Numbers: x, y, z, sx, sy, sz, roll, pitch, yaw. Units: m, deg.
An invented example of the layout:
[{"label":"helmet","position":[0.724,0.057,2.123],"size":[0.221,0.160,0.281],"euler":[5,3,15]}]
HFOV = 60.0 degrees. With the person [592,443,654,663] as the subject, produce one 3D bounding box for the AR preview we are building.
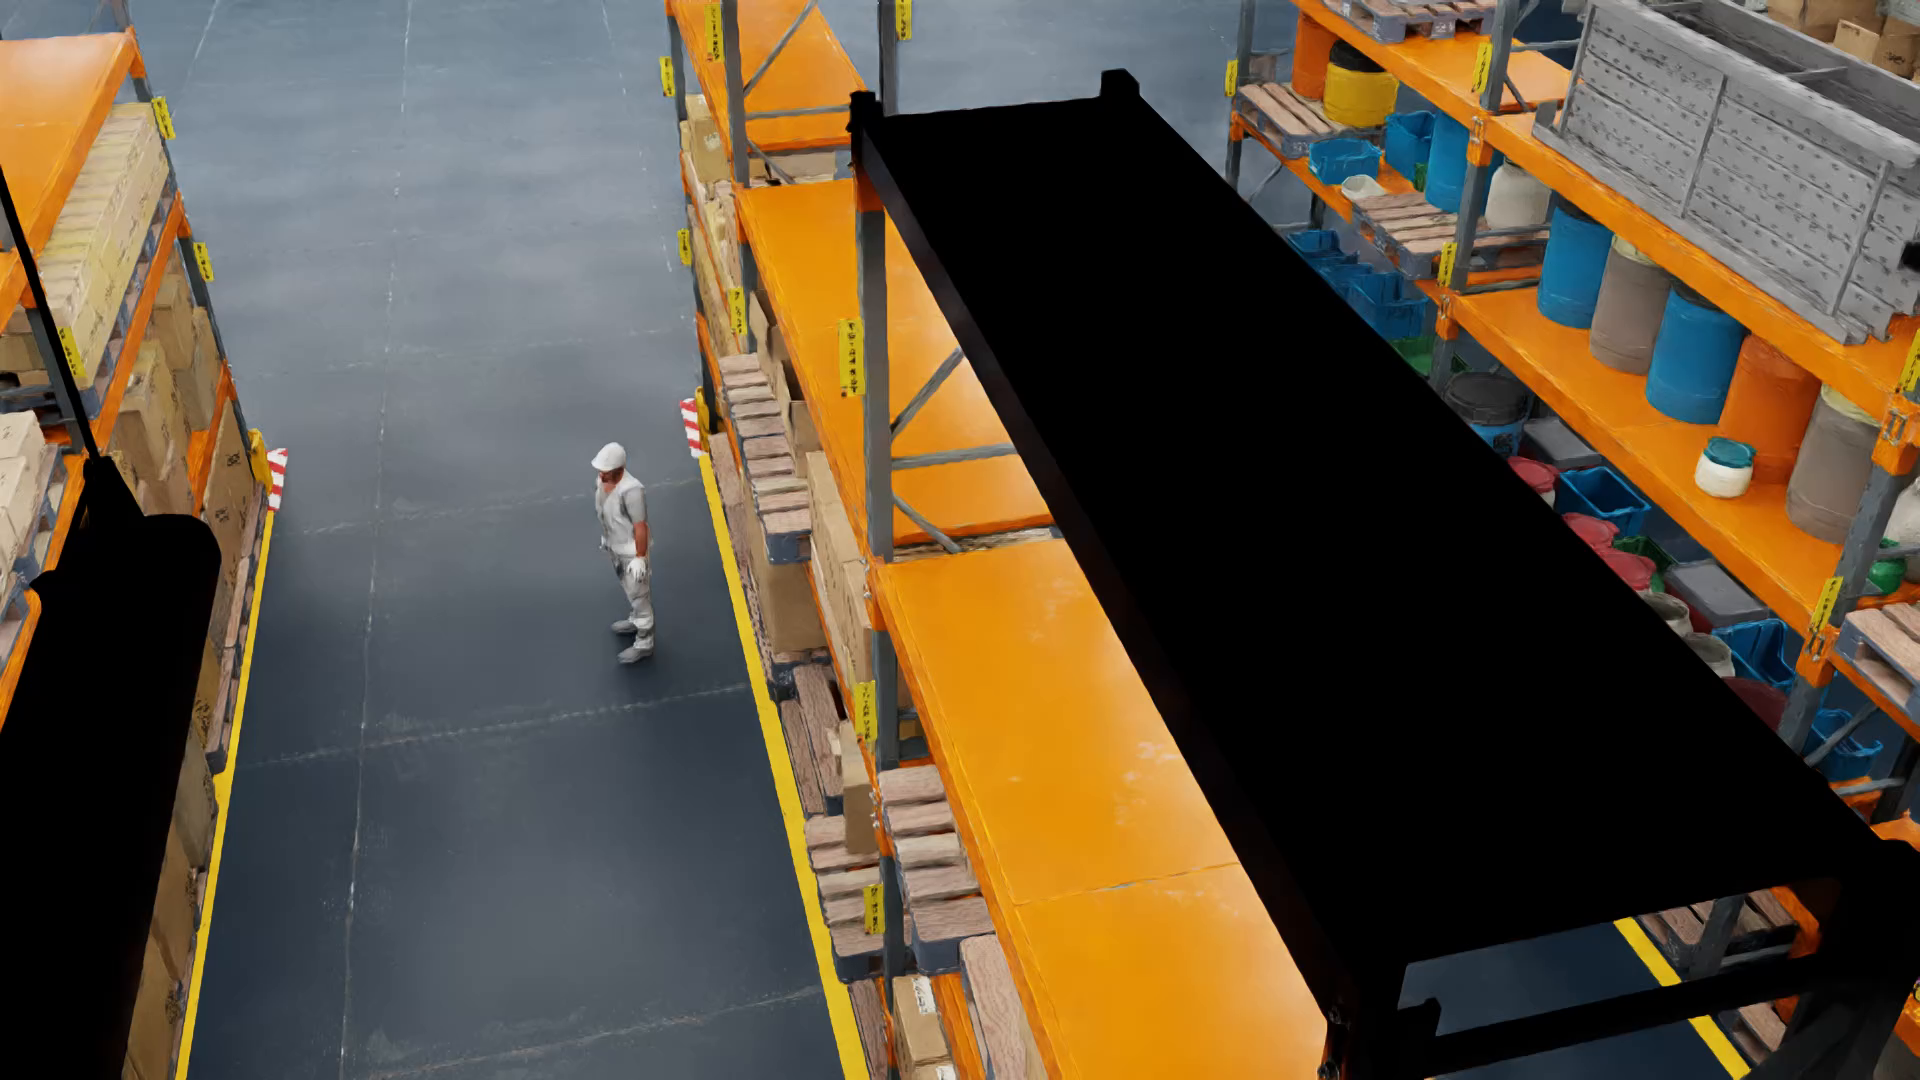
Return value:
[{"label":"person","position":[-2.522,0.072,12.371],"size":[0.468,1.794,0.625],"euler":[-25,42,-32]}]
